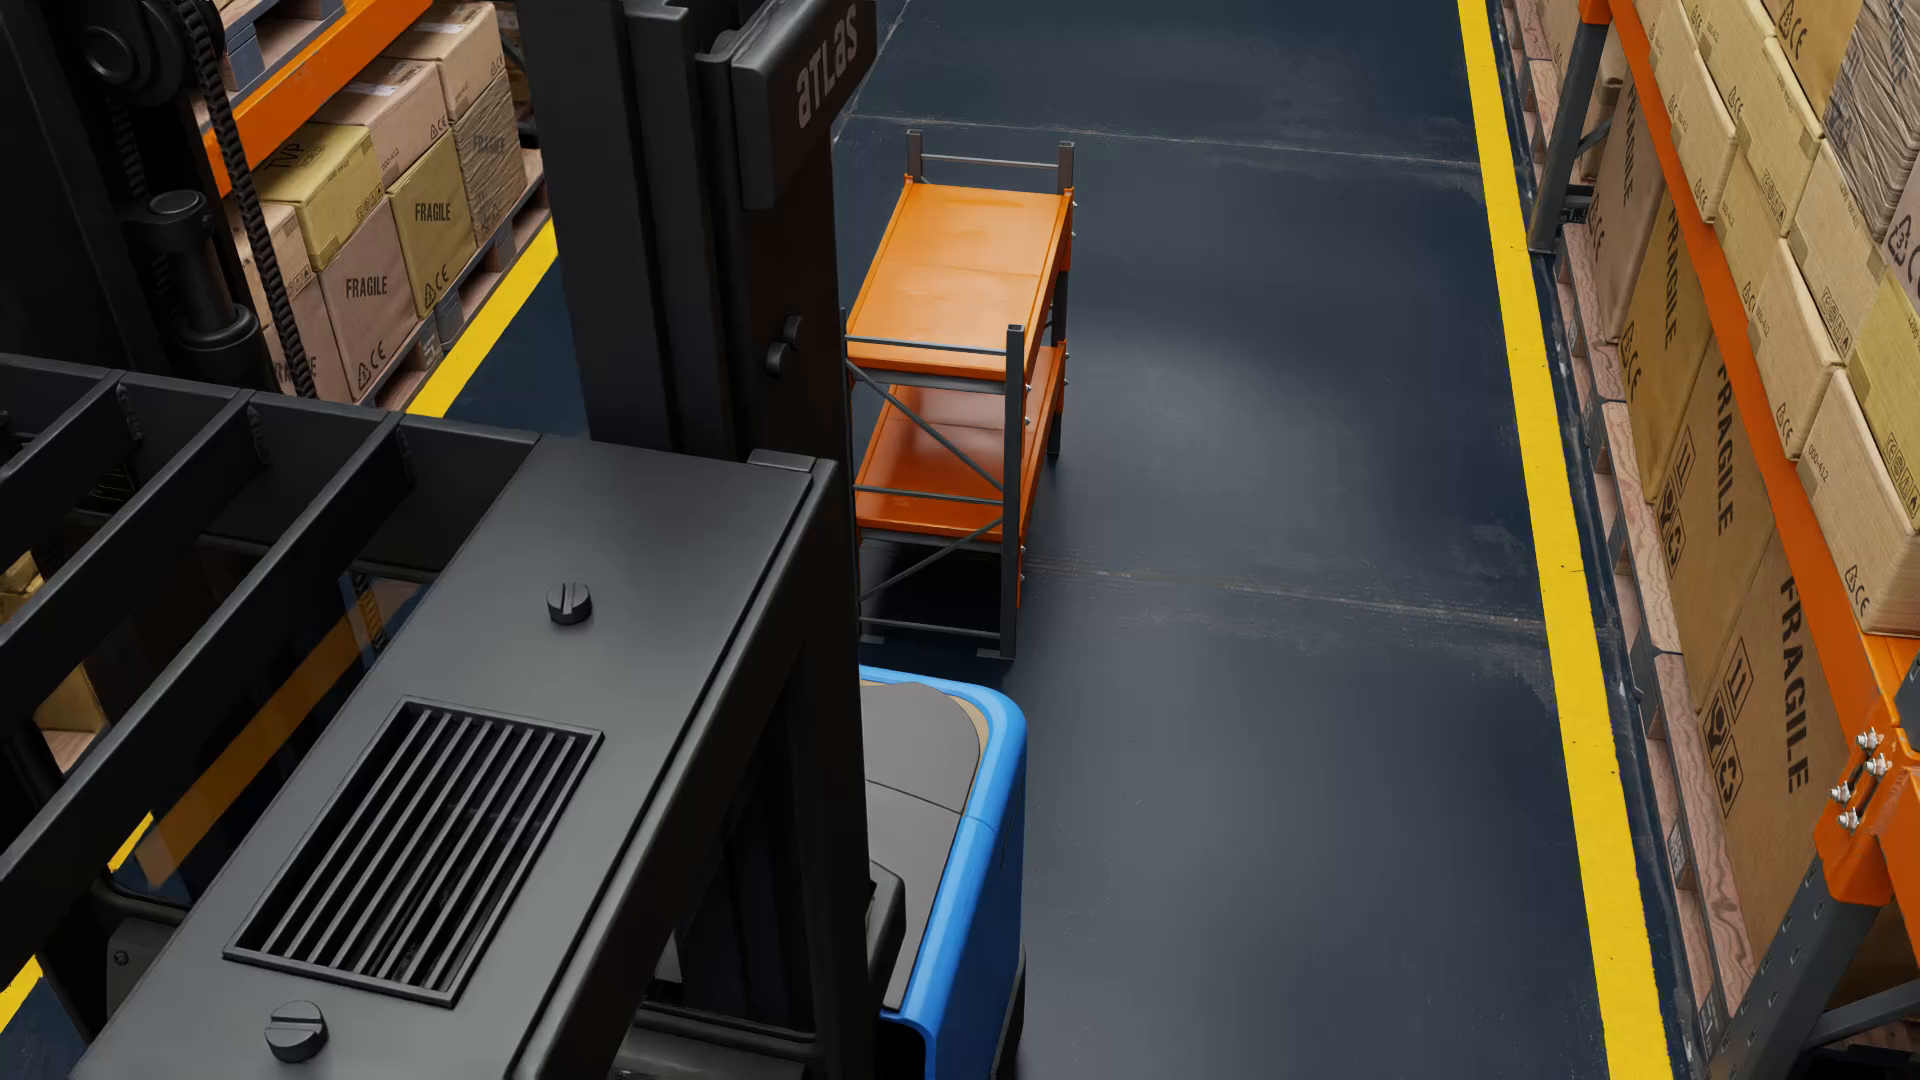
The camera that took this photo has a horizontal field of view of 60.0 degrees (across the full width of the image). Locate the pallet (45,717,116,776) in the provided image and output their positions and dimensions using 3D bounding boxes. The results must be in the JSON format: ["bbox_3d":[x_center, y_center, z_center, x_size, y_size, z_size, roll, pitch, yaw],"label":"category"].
[{"bbox_3d":[-2.680,0.331,4.684,1.003,0.211,1.213,6,40,8],"label":"pallet"}]

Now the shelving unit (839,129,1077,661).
[{"bbox_3d":[0.001,-0.438,4.897,0.538,1.125,1.048,6,40,8],"label":"shelving unit"}]

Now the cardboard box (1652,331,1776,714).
[{"bbox_3d":[2.436,-0.098,4.352,0.875,0.875,0.875,7,40,8],"label":"cardboard box"}]

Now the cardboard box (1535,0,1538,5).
[{"bbox_3d":[3.295,-2.966,8.164,0.875,0.438,0.875,7,40,9],"label":"cardboard box"}]

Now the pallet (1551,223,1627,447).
[{"bbox_3d":[2.709,-0.714,5.948,1.003,0.211,1.213,6,40,8],"label":"pallet"}]

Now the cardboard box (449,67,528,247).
[{"bbox_3d":[-2.004,-1.470,6.306,0.500,0.500,0.500,6,40,7],"label":"cardboard box"}]

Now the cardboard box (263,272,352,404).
[{"bbox_3d":[-2.275,-0.506,5.141,0.500,0.500,0.500,5,40,7],"label":"cardboard box"}]

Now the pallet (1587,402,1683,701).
[{"bbox_3d":[2.501,0.054,5.019,1.003,0.211,1.213,6,40,8],"label":"pallet"}]

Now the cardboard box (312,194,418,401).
[{"bbox_3d":[-2.186,-0.827,5.528,0.500,0.500,0.500,6,40,7],"label":"cardboard box"}]

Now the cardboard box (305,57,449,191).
[{"bbox_3d":[-2.106,-1.435,5.675,0.500,0.250,0.500,8,40,10],"label":"cardboard box"}]

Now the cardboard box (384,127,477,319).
[{"bbox_3d":[-2.093,-1.148,5.917,0.500,0.500,0.500,6,40,7],"label":"cardboard box"}]

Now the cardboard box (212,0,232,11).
[{"bbox_3d":[-2.266,-1.573,4.666,0.380,0.149,0.250,5,40,6],"label":"cardboard box"}]

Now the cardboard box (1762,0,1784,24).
[{"bbox_3d":[2.176,-1.499,3.846,0.500,0.500,0.500,6,40,7],"label":"cardboard box"}]

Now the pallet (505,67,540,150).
[{"bbox_3d":[-2.043,-2.115,7.642,1.003,0.211,1.213,6,40,8],"label":"pallet"}]

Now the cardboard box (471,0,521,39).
[{"bbox_3d":[-1.860,-2.250,7.058,0.380,0.149,0.250,8,40,9],"label":"cardboard box"}]

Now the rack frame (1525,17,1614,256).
[{"bbox_3d":[2.769,-2.281,5.655,1.000,3.000,0.127,6,40,8],"label":"rack frame"}]

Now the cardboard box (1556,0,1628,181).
[{"bbox_3d":[2.983,-1.838,6.800,0.875,0.438,0.875,6,40,7],"label":"cardboard box"}]

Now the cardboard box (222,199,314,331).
[{"bbox_3d":[-2.273,-0.775,4.876,0.500,0.250,0.500,7,40,8],"label":"cardboard box"}]

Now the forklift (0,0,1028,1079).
[{"bbox_3d":[-0.701,0.831,1.945,1.130,2.935,3.031,9,40,11],"label":"forklift"}]

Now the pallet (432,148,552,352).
[{"bbox_3d":[-2.257,-1.200,6.536,1.003,0.211,1.213,6,40,8],"label":"pallet"}]

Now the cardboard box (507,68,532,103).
[{"bbox_3d":[-1.745,-2.020,7.247,0.380,0.149,0.250,5,40,6],"label":"cardboard box"}]

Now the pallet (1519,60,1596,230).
[{"bbox_3d":[2.977,-1.675,7.111,1.003,0.211,1.213,6,40,8],"label":"pallet"}]

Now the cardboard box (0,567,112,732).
[{"bbox_3d":[-2.443,0.132,4.368,0.500,0.500,0.500,5,40,6],"label":"cardboard box"}]

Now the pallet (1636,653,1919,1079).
[{"bbox_3d":[2.287,0.817,4.096,1.003,0.211,1.213,6,40,8],"label":"pallet"}]

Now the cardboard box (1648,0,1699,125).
[{"bbox_3d":[2.240,-1.332,4.625,0.500,0.250,0.500,6,40,7],"label":"cardboard box"}]

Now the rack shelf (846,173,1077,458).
[{"bbox_3d":[0.001,-0.663,4.710,0.538,0.278,1.000,6,40,8],"label":"rack shelf"}]

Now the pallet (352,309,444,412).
[{"bbox_3d":[-2.466,-0.433,5.607,1.003,0.211,1.213,6,40,8],"label":"pallet"}]

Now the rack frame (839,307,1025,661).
[{"bbox_3d":[-0.087,-0.119,4.511,0.500,1.125,0.032,6,40,8],"label":"rack frame"}]

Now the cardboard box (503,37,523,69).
[{"bbox_3d":[-1.746,-2.134,7.151,0.380,0.149,0.250,8,40,10],"label":"cardboard box"}]

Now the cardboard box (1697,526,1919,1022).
[{"bbox_3d":[2.278,0.462,3.676,0.875,0.875,0.875,6,40,7],"label":"cardboard box"}]

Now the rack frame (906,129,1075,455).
[{"bbox_3d":[0.089,-0.757,5.283,0.500,1.125,0.032,6,40,8],"label":"rack frame"}]

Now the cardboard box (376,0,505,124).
[{"bbox_3d":[-2.004,-1.756,6.064,0.500,0.250,0.500,5,40,6],"label":"cardboard box"}]

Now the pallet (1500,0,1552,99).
[{"bbox_3d":[3.186,-2.443,8.040,1.003,0.211,1.213,6,40,8],"label":"pallet"}]

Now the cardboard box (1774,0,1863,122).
[{"bbox_3d":[2.082,-1.182,3.463,0.500,0.500,0.500,6,40,8],"label":"cardboard box"}]

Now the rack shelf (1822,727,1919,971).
[{"bbox_3d":[1.730,1.761,1.330,1.077,0.370,4.000,6,40,8],"label":"rack shelf"}]

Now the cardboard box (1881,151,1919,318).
[{"bbox_3d":[1.908,-0.548,2.696,0.500,0.500,0.500,5,40,6],"label":"cardboard box"}]

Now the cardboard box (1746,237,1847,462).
[{"bbox_3d":[1.981,-0.382,3.475,0.500,0.250,0.500,7,40,8],"label":"cardboard box"}]

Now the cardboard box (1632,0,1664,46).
[{"bbox_3d":[2.345,-1.652,5.011,0.500,0.250,0.500,5,40,7],"label":"cardboard box"}]

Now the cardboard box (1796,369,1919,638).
[{"bbox_3d":[1.908,-0.059,3.085,0.500,0.250,0.500,5,40,6],"label":"cardboard box"}]

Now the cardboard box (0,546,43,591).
[{"bbox_3d":[-2.459,-0.147,4.118,0.500,0.250,0.500,5,40,6],"label":"cardboard box"}]

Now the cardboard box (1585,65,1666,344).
[{"bbox_3d":[2.740,-1.227,5.717,0.875,0.875,0.875,8,40,9],"label":"cardboard box"}]

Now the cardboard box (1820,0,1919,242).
[{"bbox_3d":[1.989,-0.871,3.087,0.500,0.500,0.500,7,40,8],"label":"cardboard box"}]

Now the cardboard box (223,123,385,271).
[{"bbox_3d":[-2.184,-1.102,5.272,0.500,0.250,0.500,5,40,6],"label":"cardboard box"}]

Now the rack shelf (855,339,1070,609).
[{"bbox_3d":[0.001,-0.249,5.052,0.538,0.278,1.000,6,40,8],"label":"rack shelf"}]

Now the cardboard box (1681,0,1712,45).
[{"bbox_3d":[2.239,-1.527,4.469,0.500,0.250,0.500,7,40,8],"label":"cardboard box"}]

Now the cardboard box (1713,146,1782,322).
[{"bbox_3d":[2.084,-0.696,3.855,0.500,0.250,0.500,6,40,7],"label":"cardboard box"}]

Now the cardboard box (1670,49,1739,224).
[{"bbox_3d":[2.145,-1.019,4.246,0.500,0.250,0.500,6,40,7],"label":"cardboard box"}]

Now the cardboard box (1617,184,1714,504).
[{"bbox_3d":[2.592,-0.659,5.031,0.875,0.875,0.875,7,40,9],"label":"cardboard box"}]

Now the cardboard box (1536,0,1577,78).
[{"bbox_3d":[3.137,-2.400,7.480,0.875,0.438,0.875,5,40,6],"label":"cardboard box"}]

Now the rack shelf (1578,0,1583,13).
[{"bbox_3d":[3.115,-3.259,7.403,1.077,0.370,4.000,6,40,8],"label":"rack shelf"}]

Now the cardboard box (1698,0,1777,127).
[{"bbox_3d":[2.153,-1.210,4.084,0.500,0.250,0.500,5,40,6],"label":"cardboard box"}]

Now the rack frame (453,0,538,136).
[{"bbox_3d":[-2.124,-2.764,6.239,1.000,3.000,0.127,6,40,8],"label":"rack frame"}]

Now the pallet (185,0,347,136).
[{"bbox_3d":[-2.514,-1.426,4.772,1.003,0.211,1.213,6,40,8],"label":"pallet"}]

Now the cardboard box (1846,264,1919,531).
[{"bbox_3d":[1.910,-0.238,2.909,0.500,0.250,0.500,6,40,8],"label":"cardboard box"}]

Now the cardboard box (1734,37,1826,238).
[{"bbox_3d":[2.064,-0.884,3.690,0.500,0.250,0.500,5,40,7],"label":"cardboard box"}]

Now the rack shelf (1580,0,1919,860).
[{"bbox_3d":[2.423,-0.749,4.367,1.077,0.370,4.000,6,40,8],"label":"rack shelf"}]

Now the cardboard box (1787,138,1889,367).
[{"bbox_3d":[1.995,-0.560,3.299,0.500,0.250,0.500,5,40,7],"label":"cardboard box"}]
